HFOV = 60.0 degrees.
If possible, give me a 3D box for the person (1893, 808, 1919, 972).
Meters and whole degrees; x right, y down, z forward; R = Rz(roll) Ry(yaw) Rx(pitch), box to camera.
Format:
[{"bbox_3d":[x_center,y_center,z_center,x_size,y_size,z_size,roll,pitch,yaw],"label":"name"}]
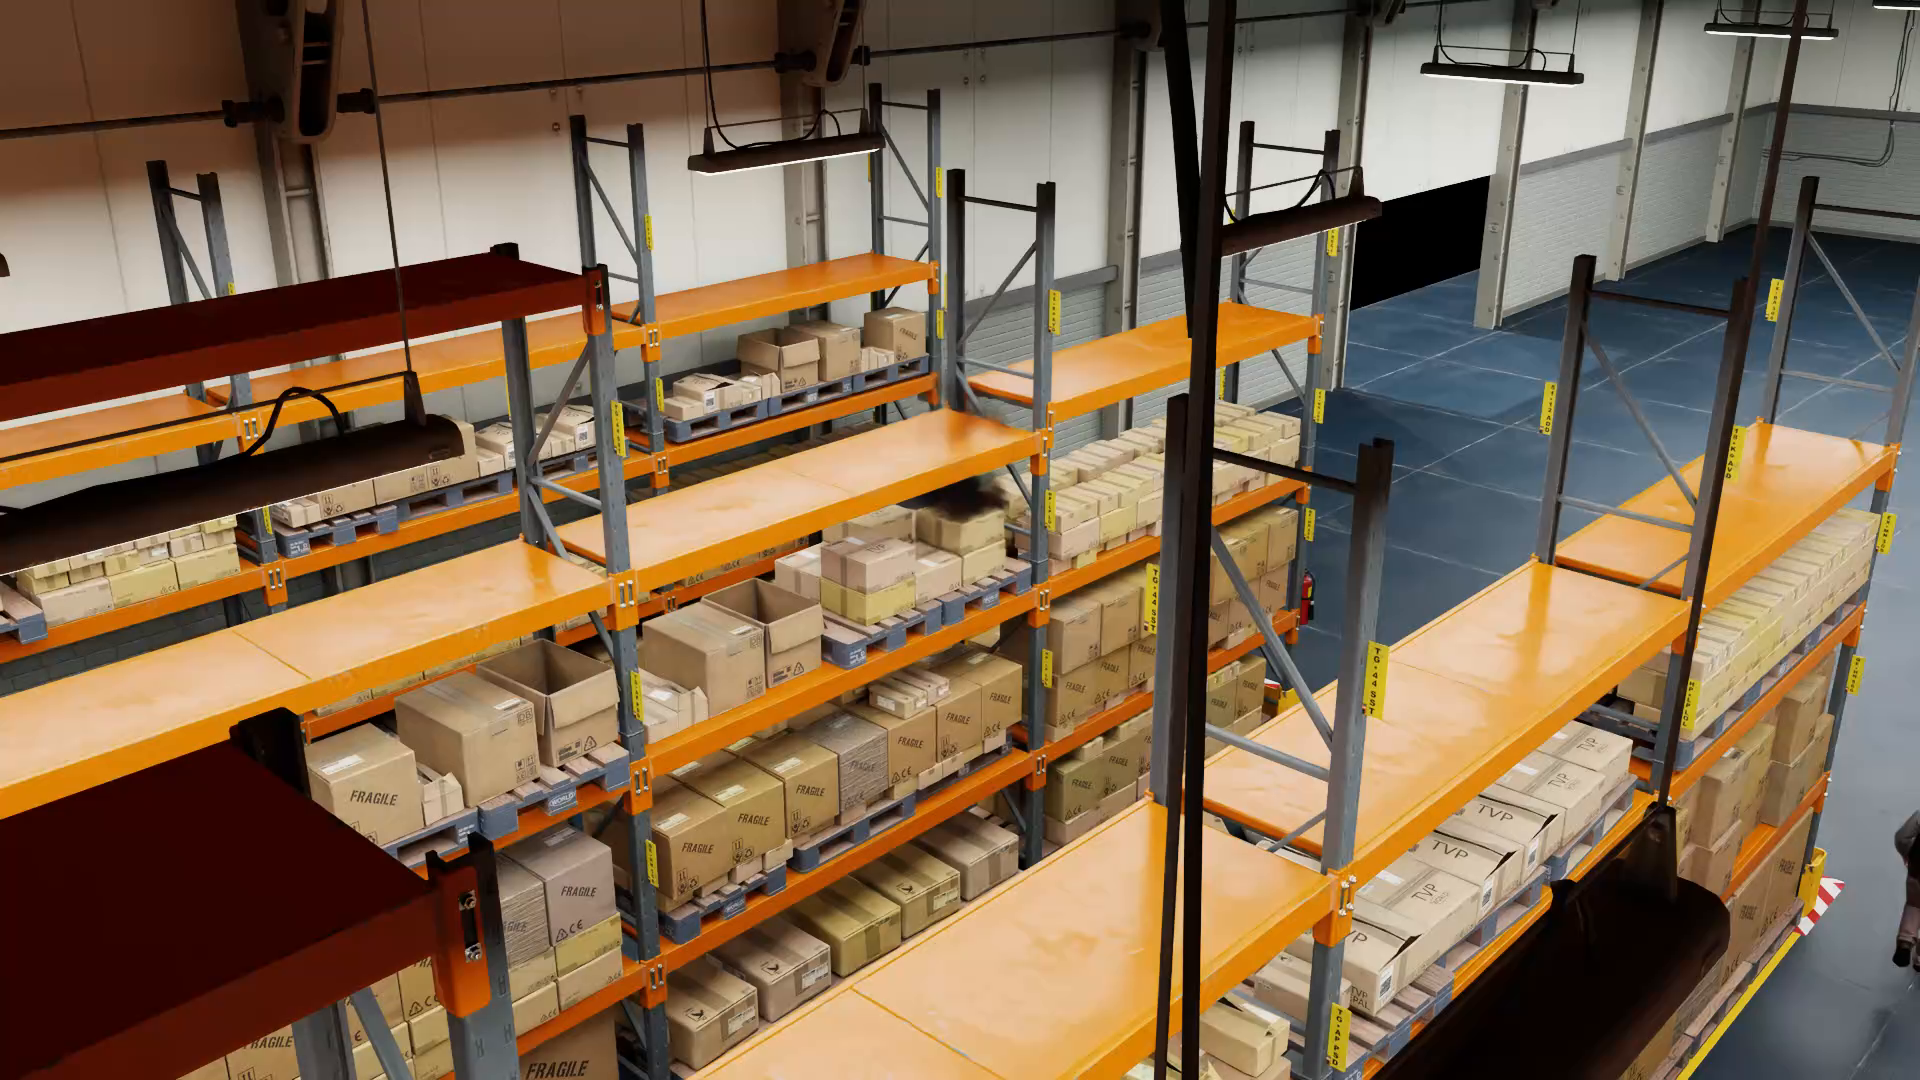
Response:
[{"bbox_3d":[7.583,2.635,12.905,0.684,1.671,0.610,17,27,37],"label":"person"}]
